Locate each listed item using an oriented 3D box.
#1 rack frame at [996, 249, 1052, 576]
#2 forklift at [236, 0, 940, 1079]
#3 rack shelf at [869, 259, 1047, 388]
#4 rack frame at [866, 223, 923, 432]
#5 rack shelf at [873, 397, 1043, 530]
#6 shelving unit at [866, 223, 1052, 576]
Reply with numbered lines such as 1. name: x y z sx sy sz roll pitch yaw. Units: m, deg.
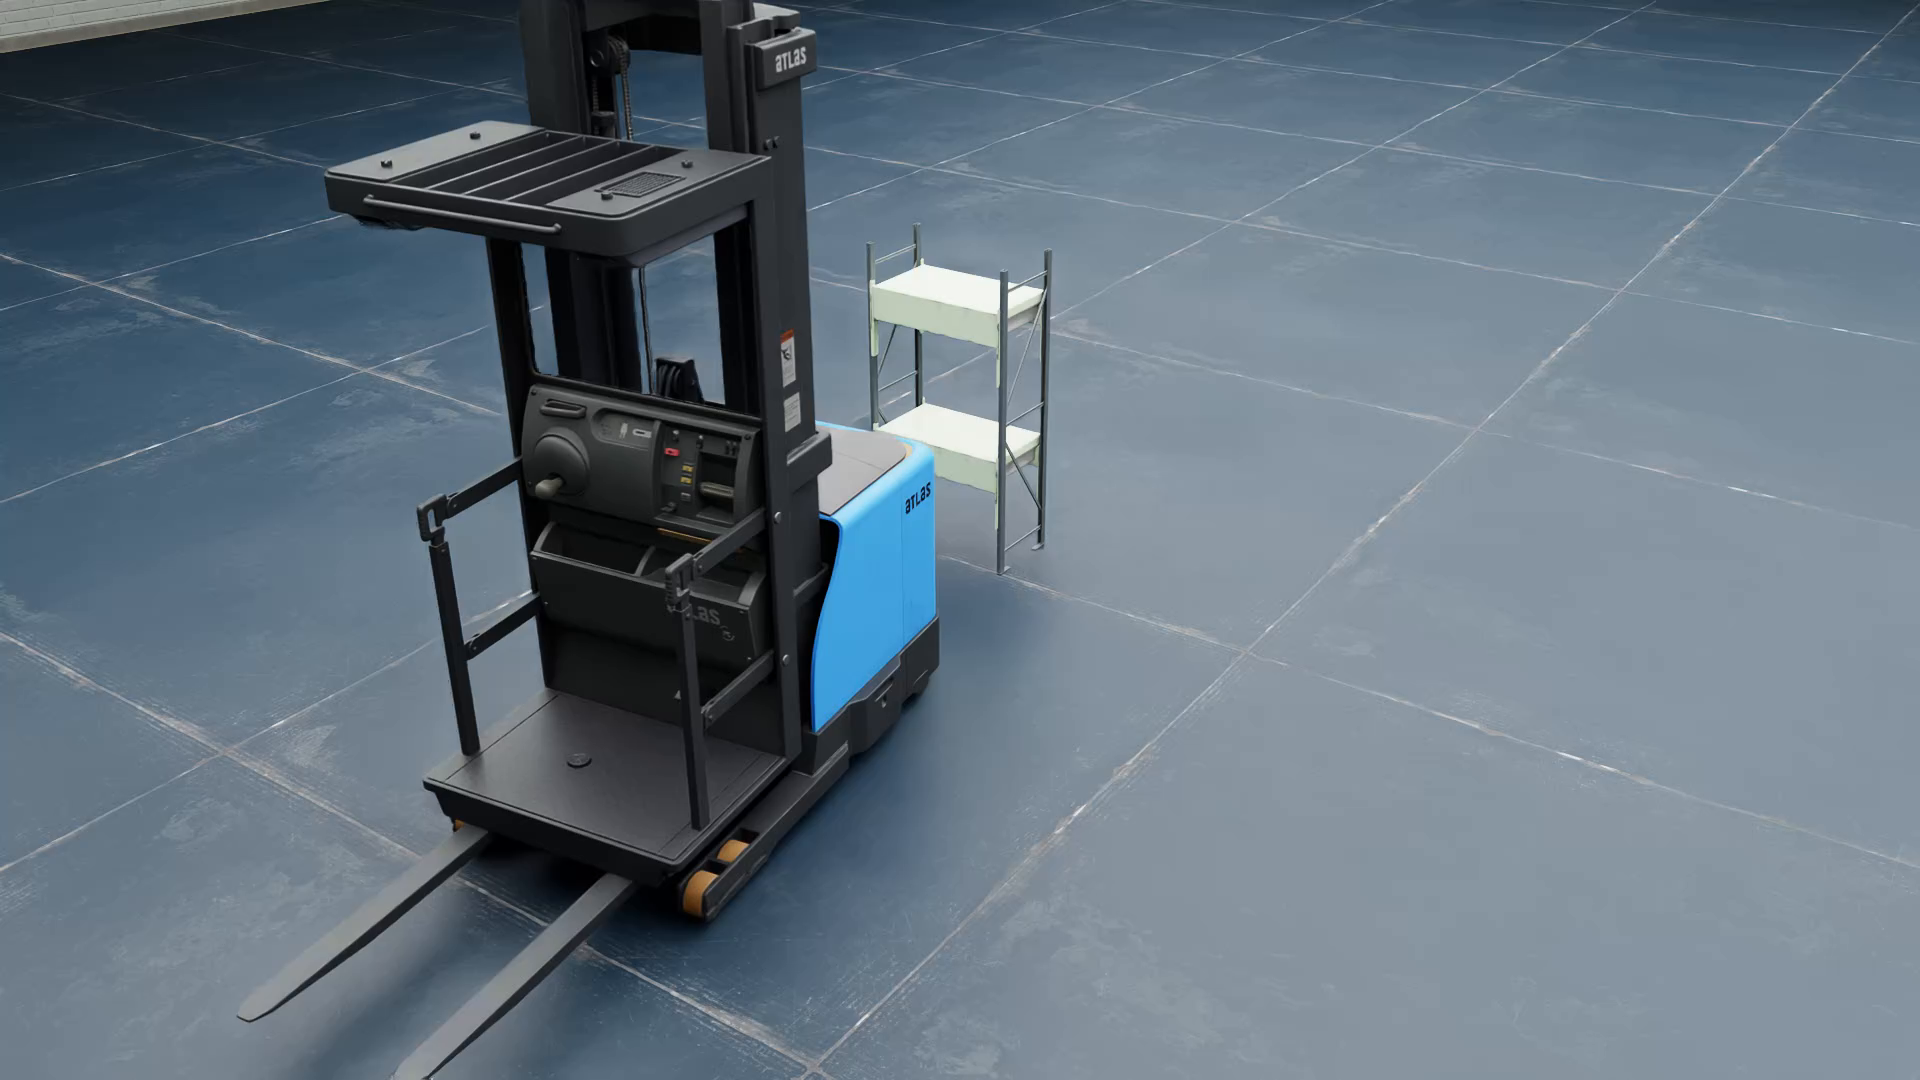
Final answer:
1. rack frame: 0.296 -0.576 7.729 0.023 1.500 0.400 17 32 30
2. forklift: -1.193 -0.235 5.479 1.130 2.935 3.031 13 30 23
3. rack shelf: -0.006 -1.018 7.736 0.720 0.370 0.431 17 32 30
4. rack frame: -0.307 -0.764 8.098 0.023 1.500 0.400 17 32 30
5. rack shelf: -0.006 -0.380 8.061 0.720 0.370 0.431 17 32 30
6. shelving unit: -0.006 -0.670 7.913 0.755 1.500 0.431 17 32 30
